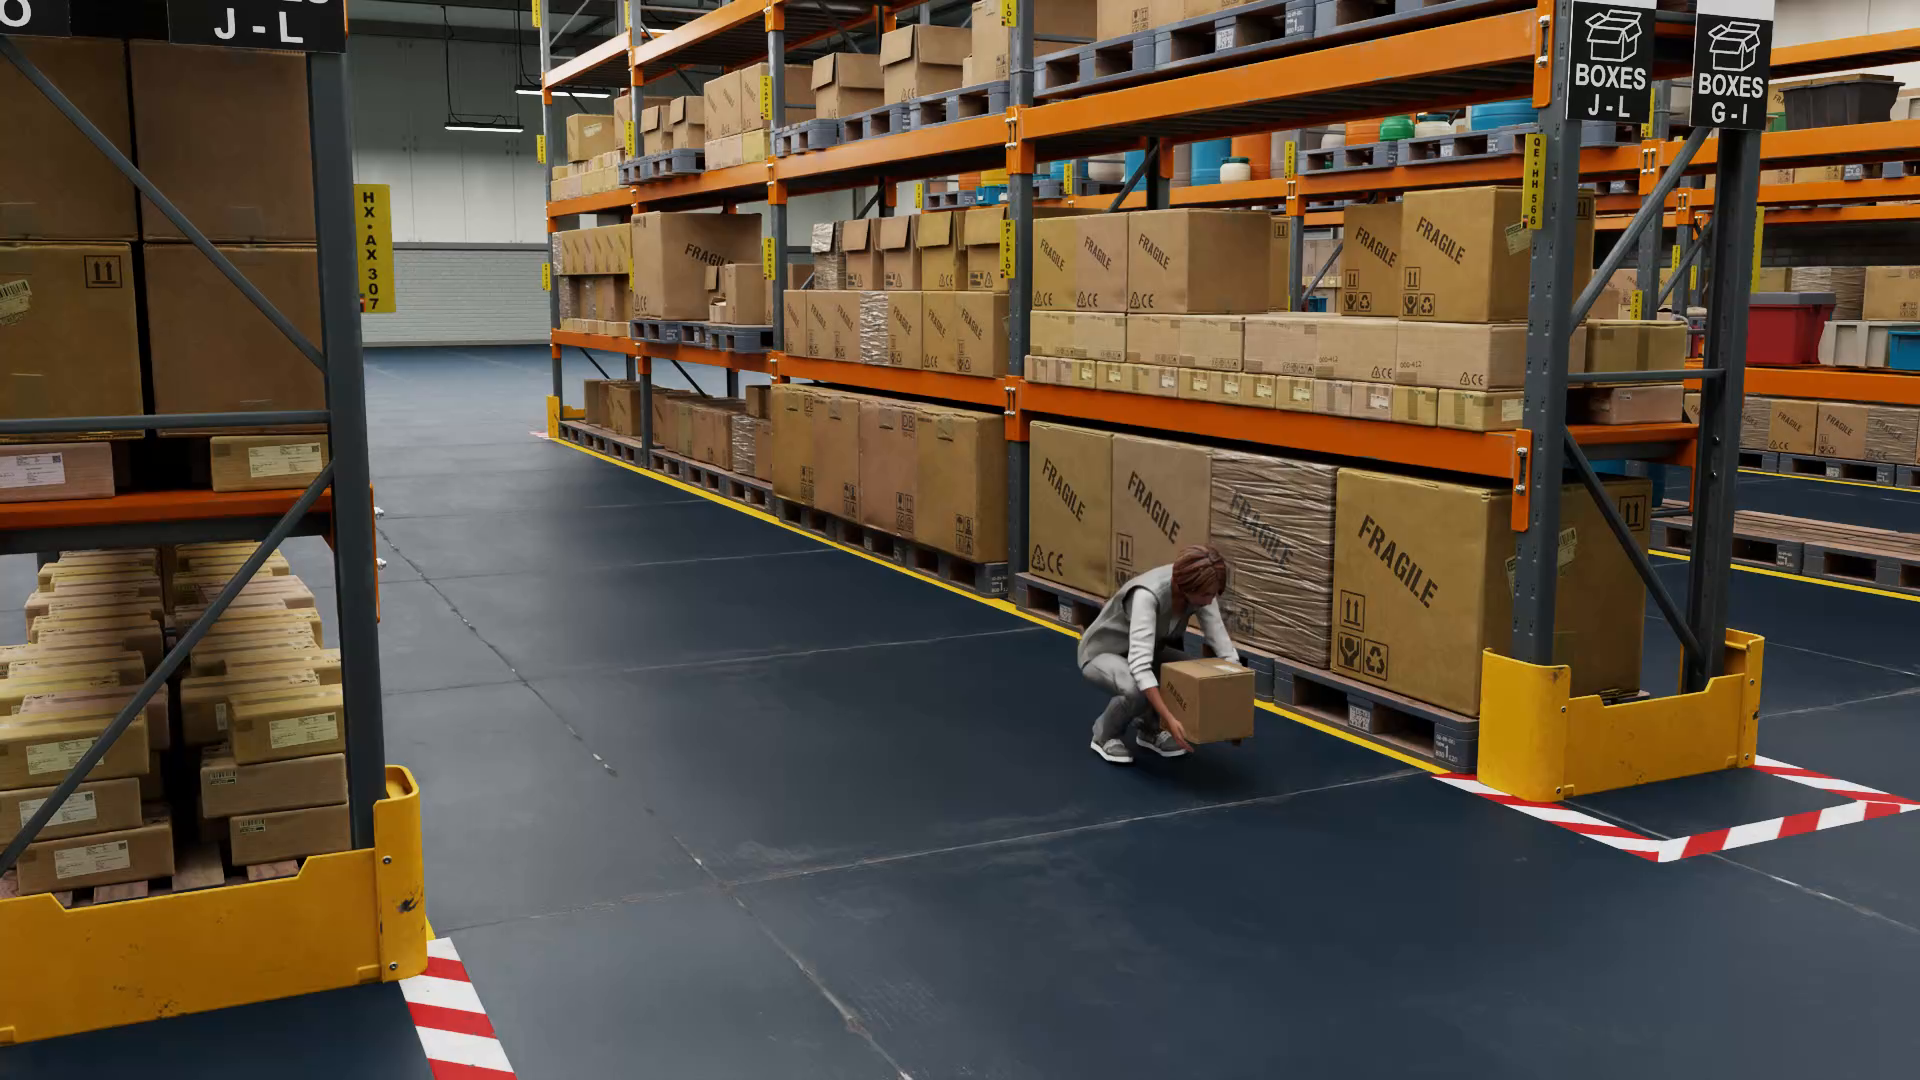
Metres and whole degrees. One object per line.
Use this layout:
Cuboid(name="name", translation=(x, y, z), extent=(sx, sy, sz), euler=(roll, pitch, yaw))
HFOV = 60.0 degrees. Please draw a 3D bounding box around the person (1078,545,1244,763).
Cuboid(name="person", translation=(0.768, 0.481, 6.432), extent=(0.463, 0.792, 0.804), euler=(-4, 10, -26))
